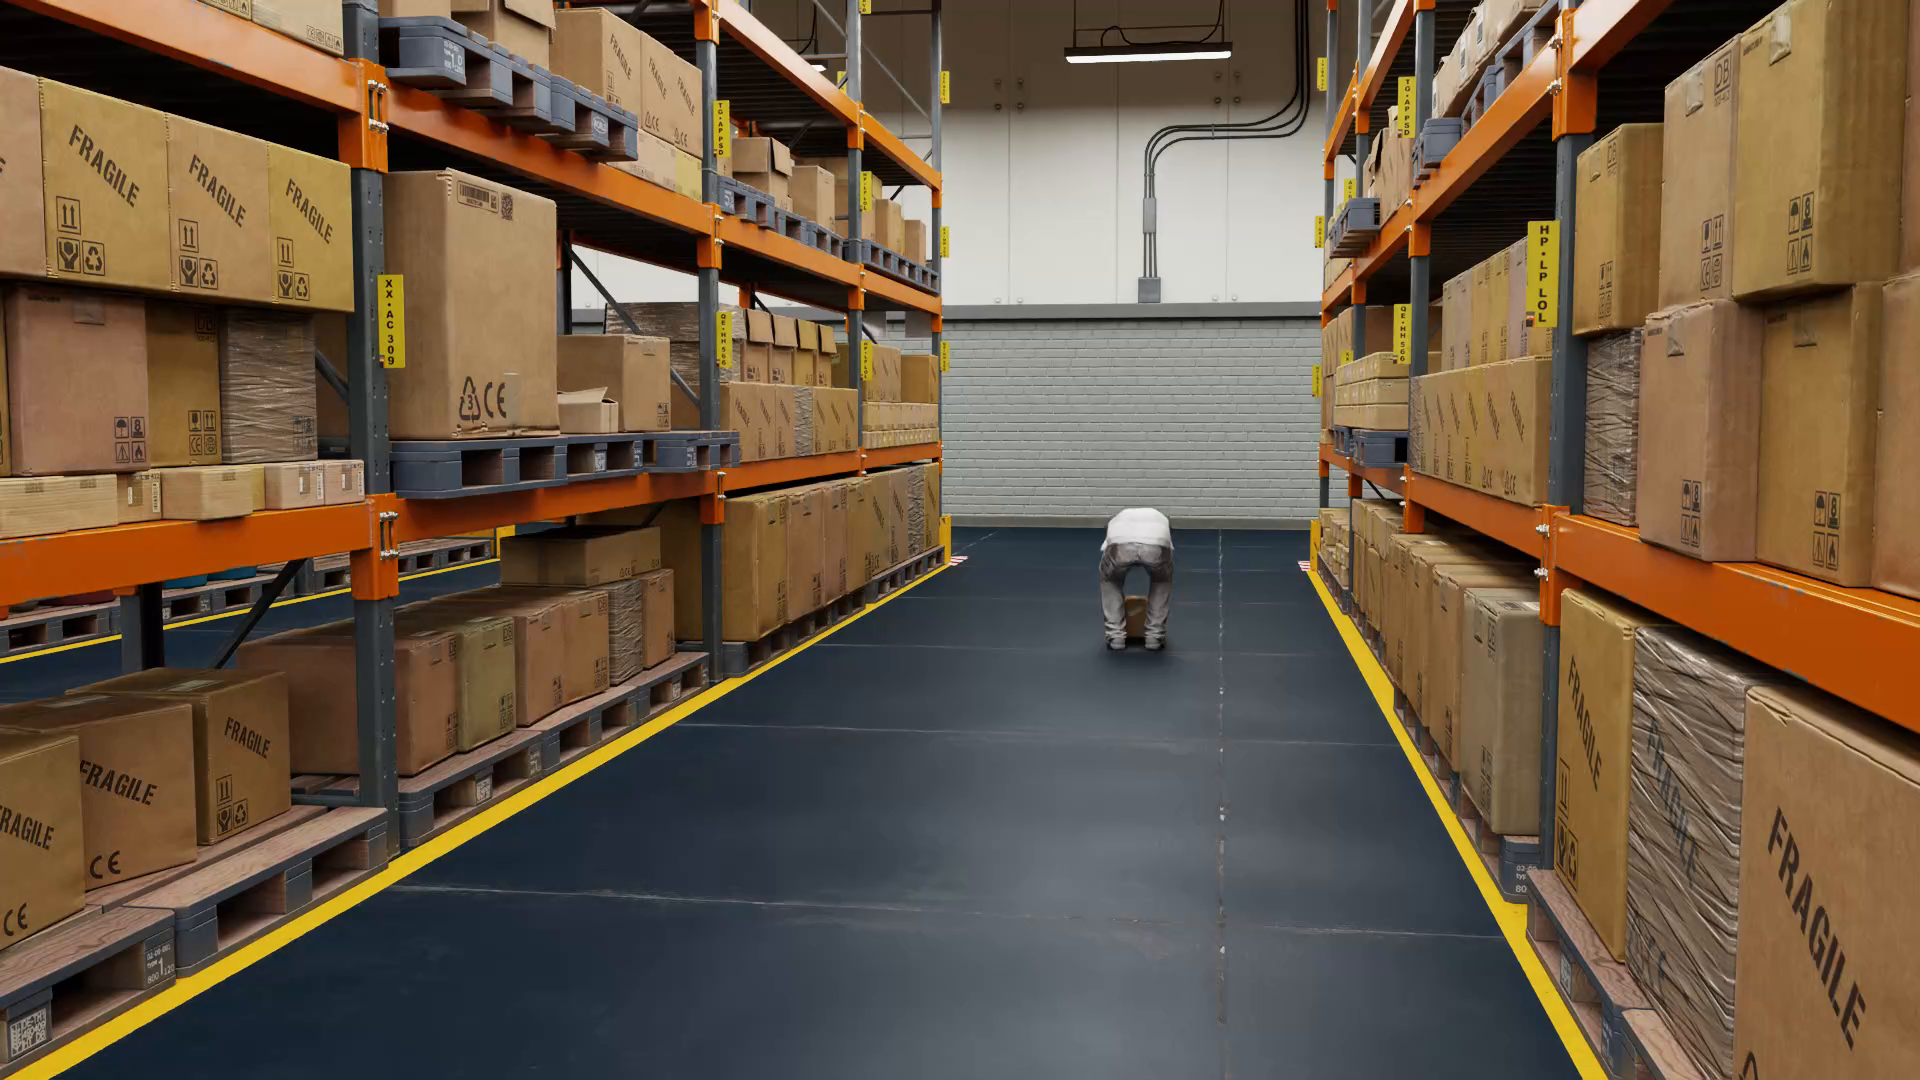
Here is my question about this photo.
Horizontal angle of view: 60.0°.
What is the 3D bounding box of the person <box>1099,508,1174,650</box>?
[{"bbox_3d":[1.230,0.247,11.576,0.519,0.960,0.982,0,4,6],"label":"person"}]
